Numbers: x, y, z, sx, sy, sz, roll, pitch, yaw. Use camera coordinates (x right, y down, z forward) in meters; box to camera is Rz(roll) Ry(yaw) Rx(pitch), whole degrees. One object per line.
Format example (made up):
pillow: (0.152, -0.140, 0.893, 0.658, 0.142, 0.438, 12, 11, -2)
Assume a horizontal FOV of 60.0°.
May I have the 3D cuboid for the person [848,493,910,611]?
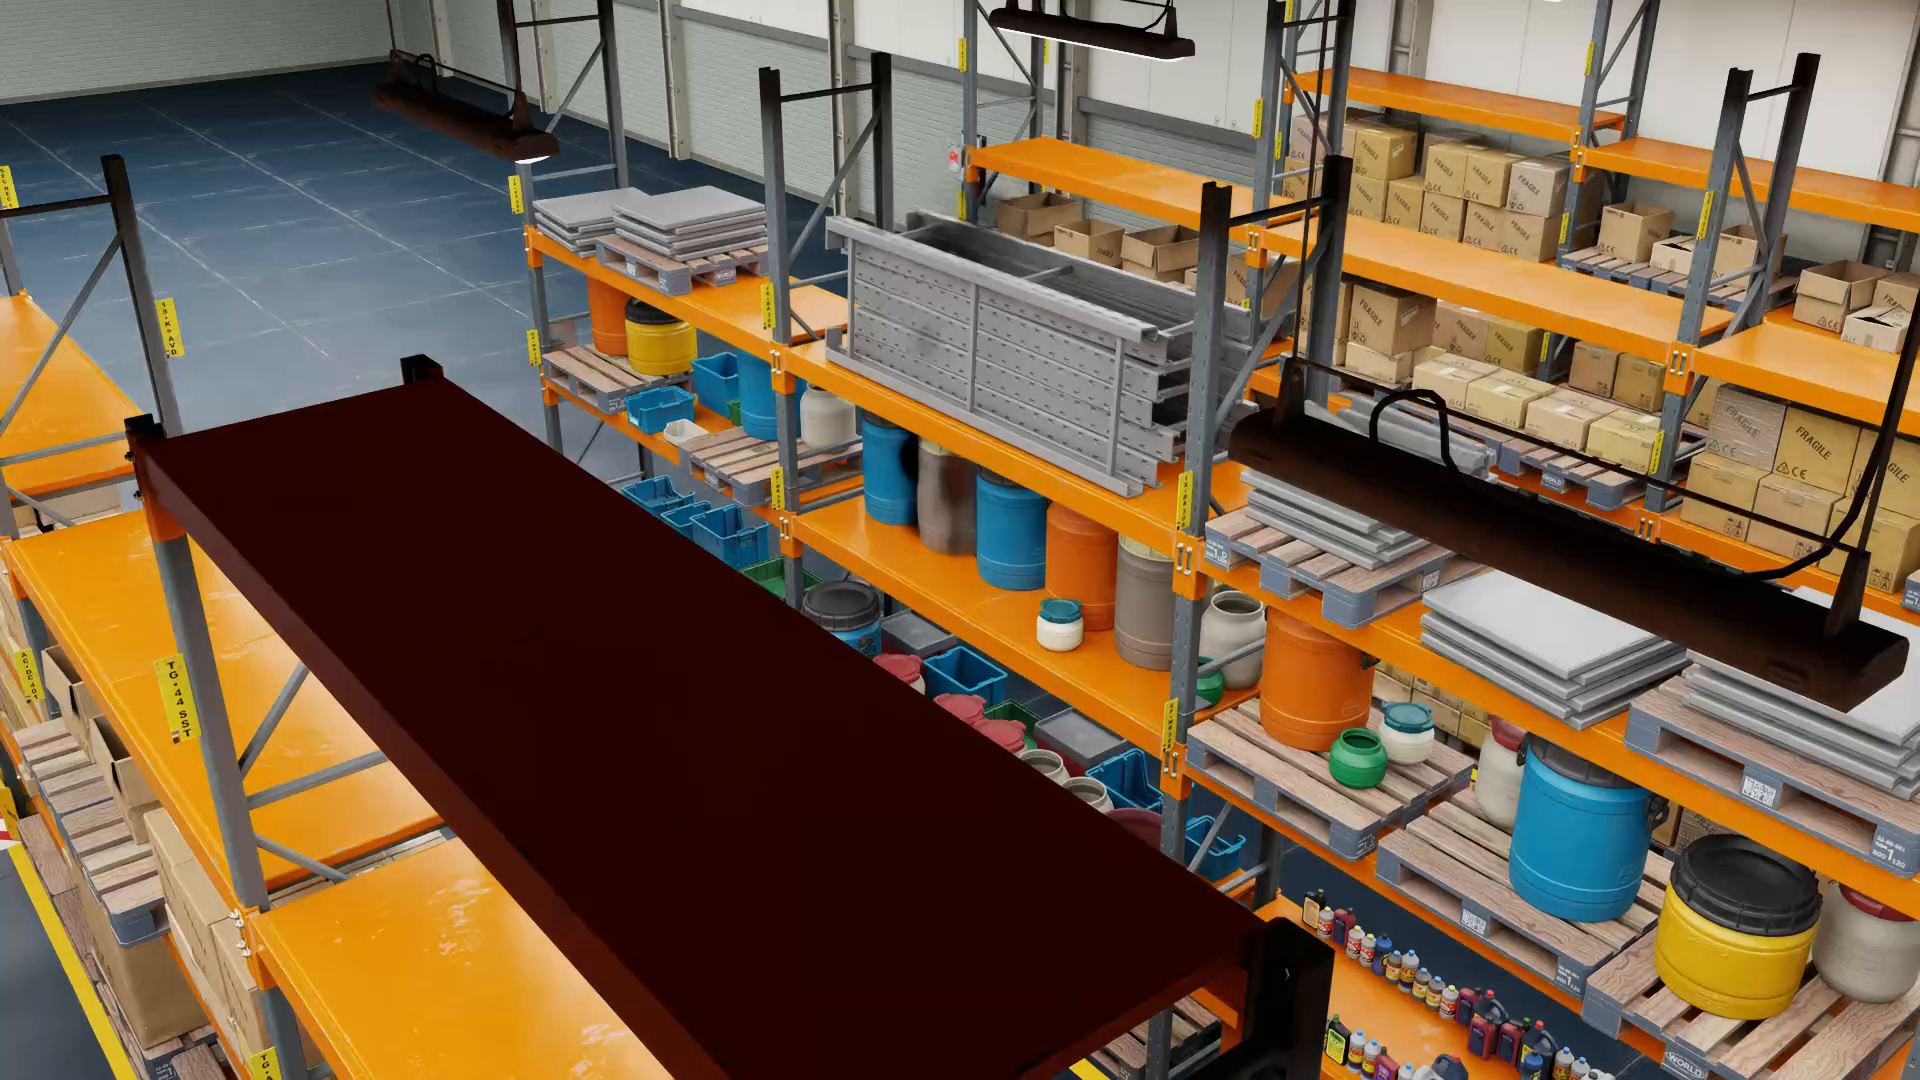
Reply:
person: (-0.819, 0.035, 16.173, 0.790, 1.758, 0.658, 12, 28, 24)
